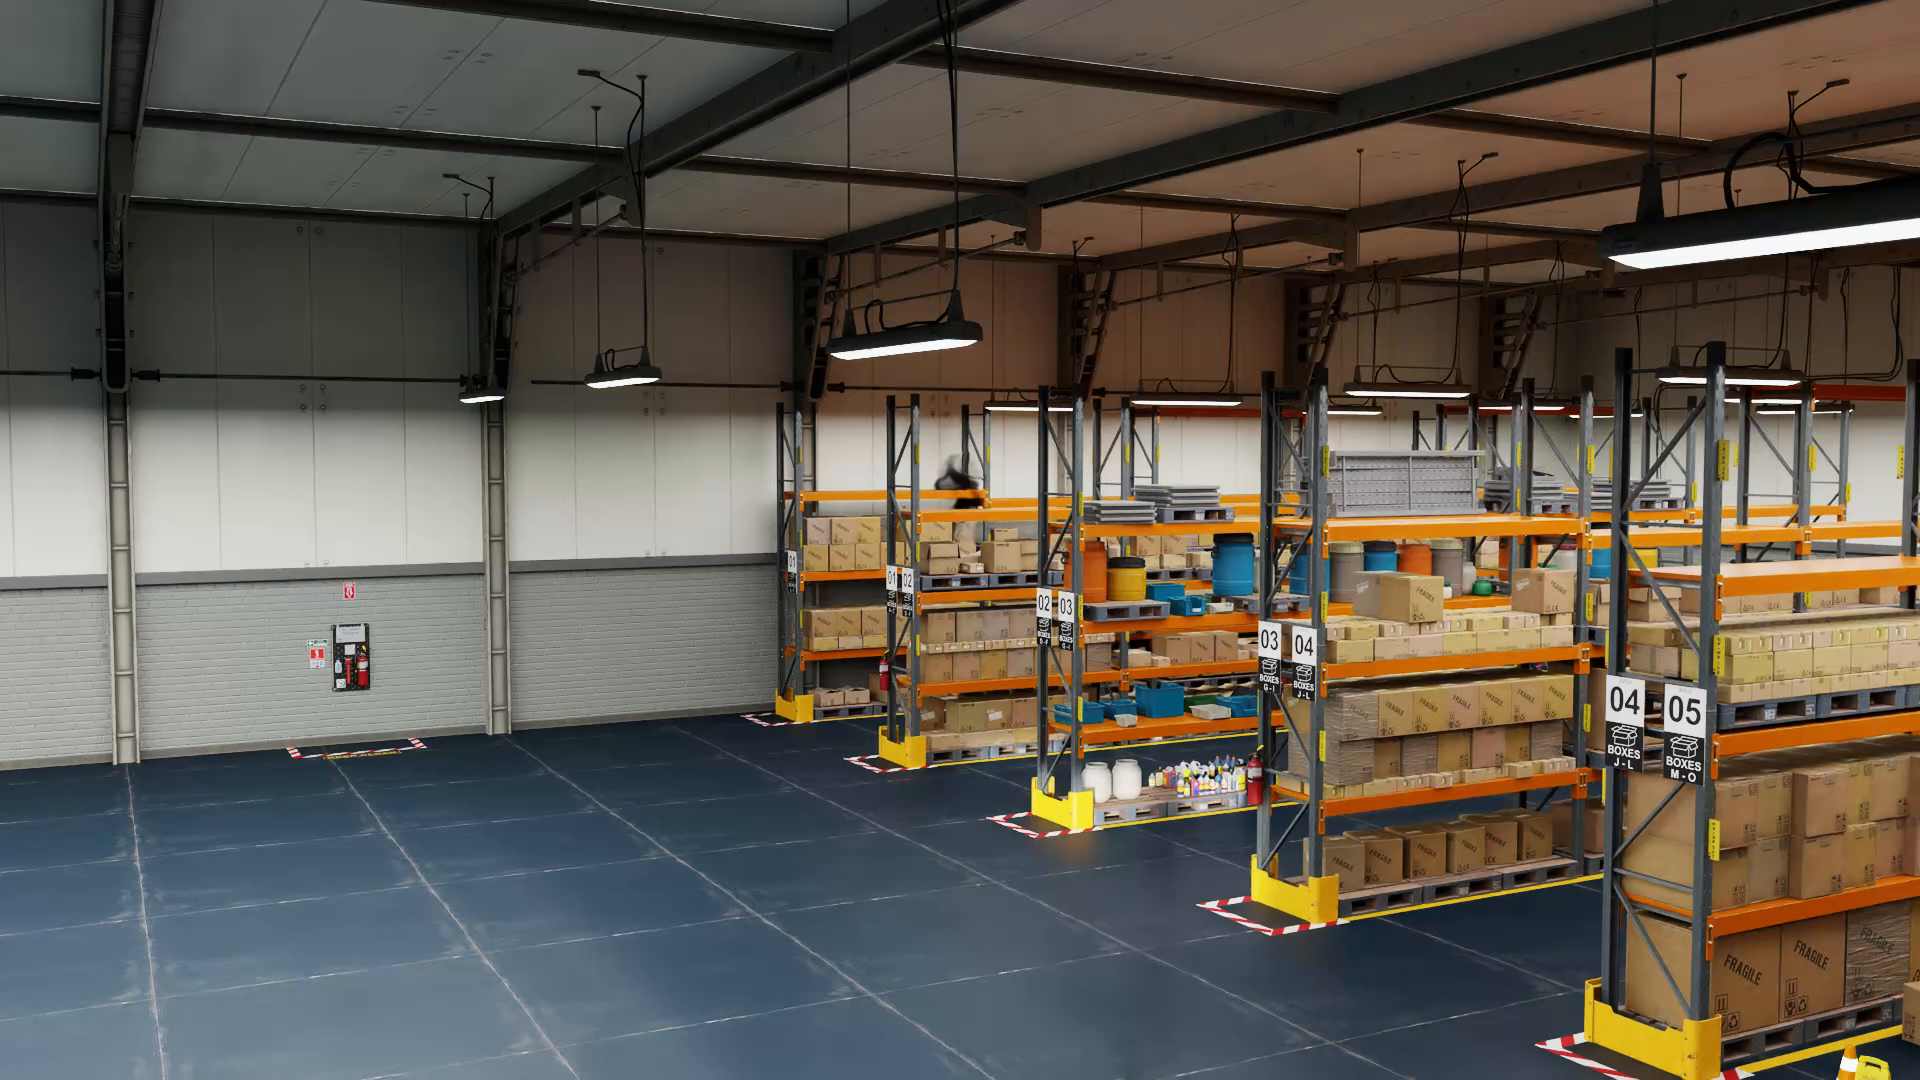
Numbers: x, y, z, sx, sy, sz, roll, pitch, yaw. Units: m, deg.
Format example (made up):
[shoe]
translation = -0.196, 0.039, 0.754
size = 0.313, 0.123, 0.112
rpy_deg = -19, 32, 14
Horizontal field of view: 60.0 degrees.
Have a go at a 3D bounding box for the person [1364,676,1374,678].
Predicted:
[person]
translation = 6.755, 2.754, 27.645
size = 0.957, 1.731, 0.675
rpy_deg = -1, 4, -24
